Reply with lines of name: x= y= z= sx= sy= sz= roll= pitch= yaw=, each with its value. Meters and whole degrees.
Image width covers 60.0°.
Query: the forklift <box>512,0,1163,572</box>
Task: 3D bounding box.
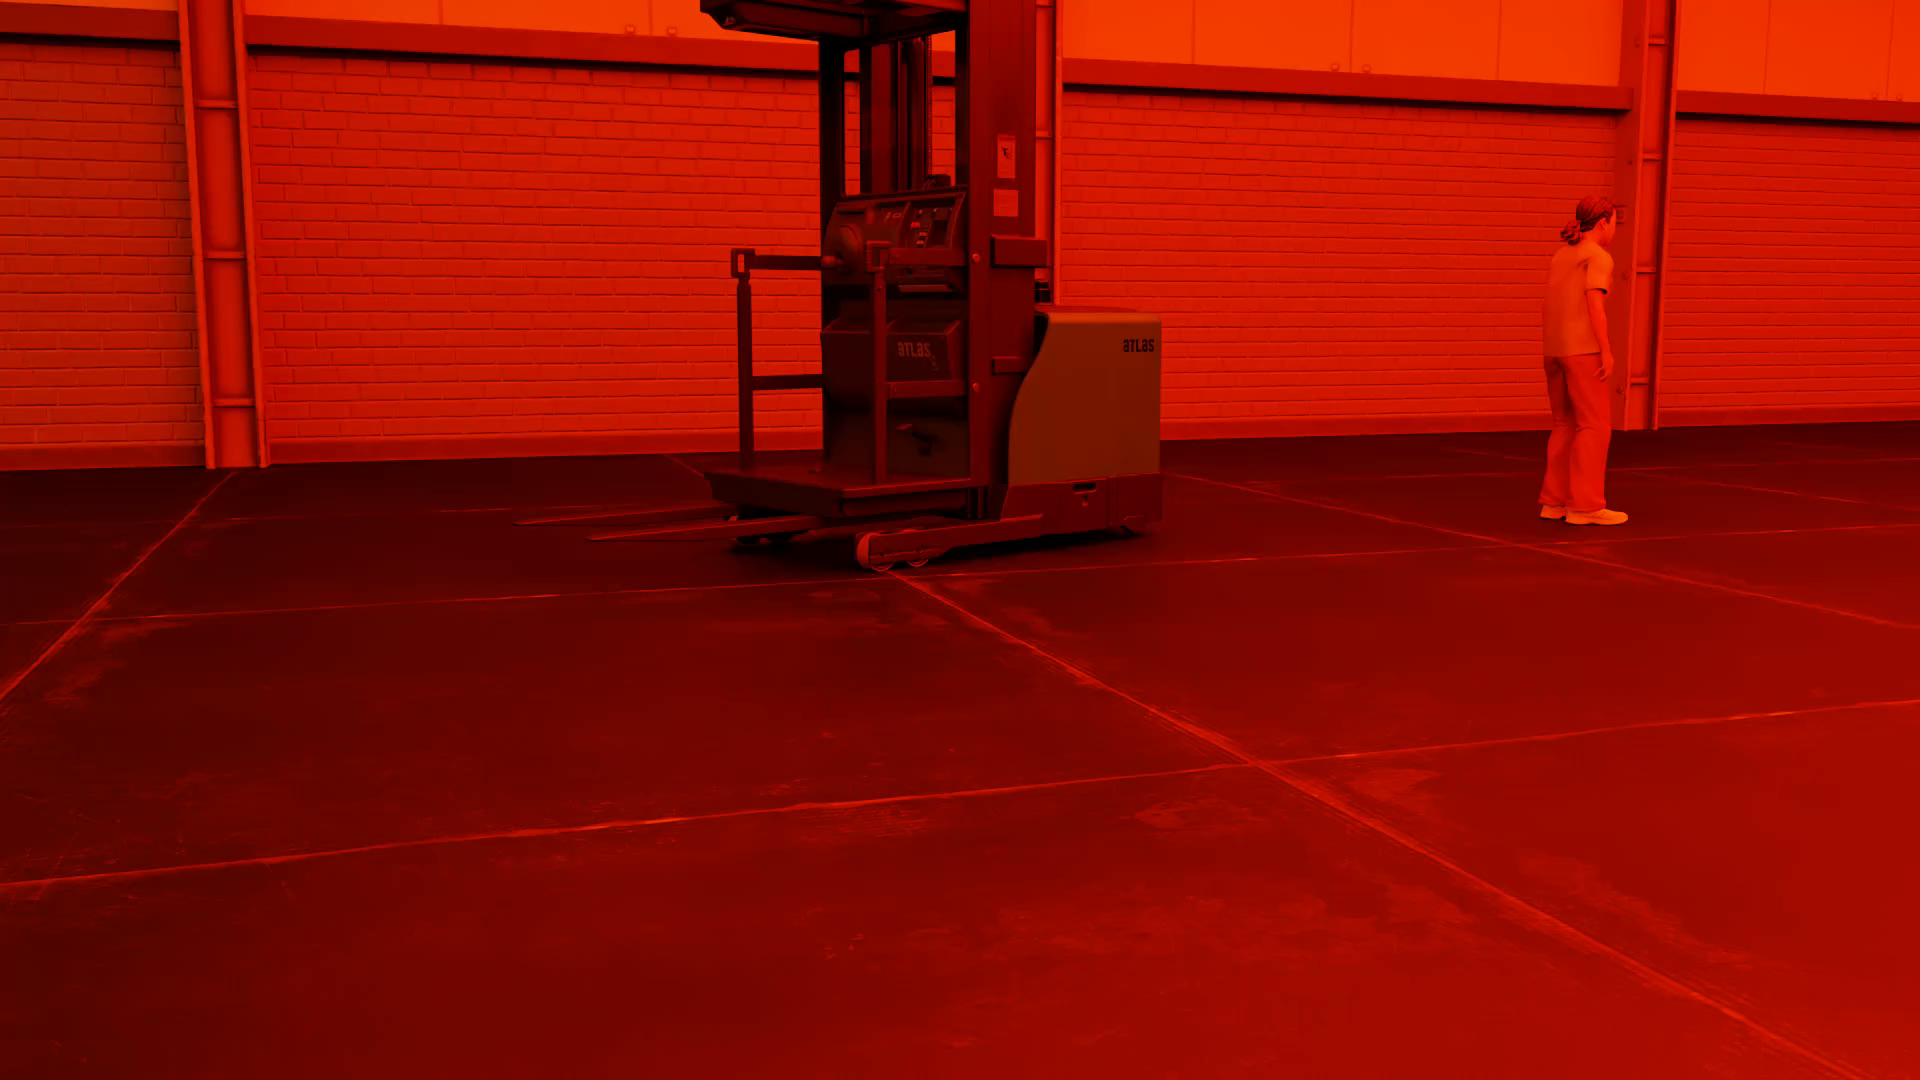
forklift: x=-0.461 y=-1.399 z=7.333 sx=3.031 sy=2.935 sz=1.130 roll=-7 pitch=10 yaw=-40

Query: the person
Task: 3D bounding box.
person: x=3.194 y=-0.930 z=8.561 sx=0.352 sy=1.673 sz=0.502 roll=-2 pitch=8 yaw=-12
